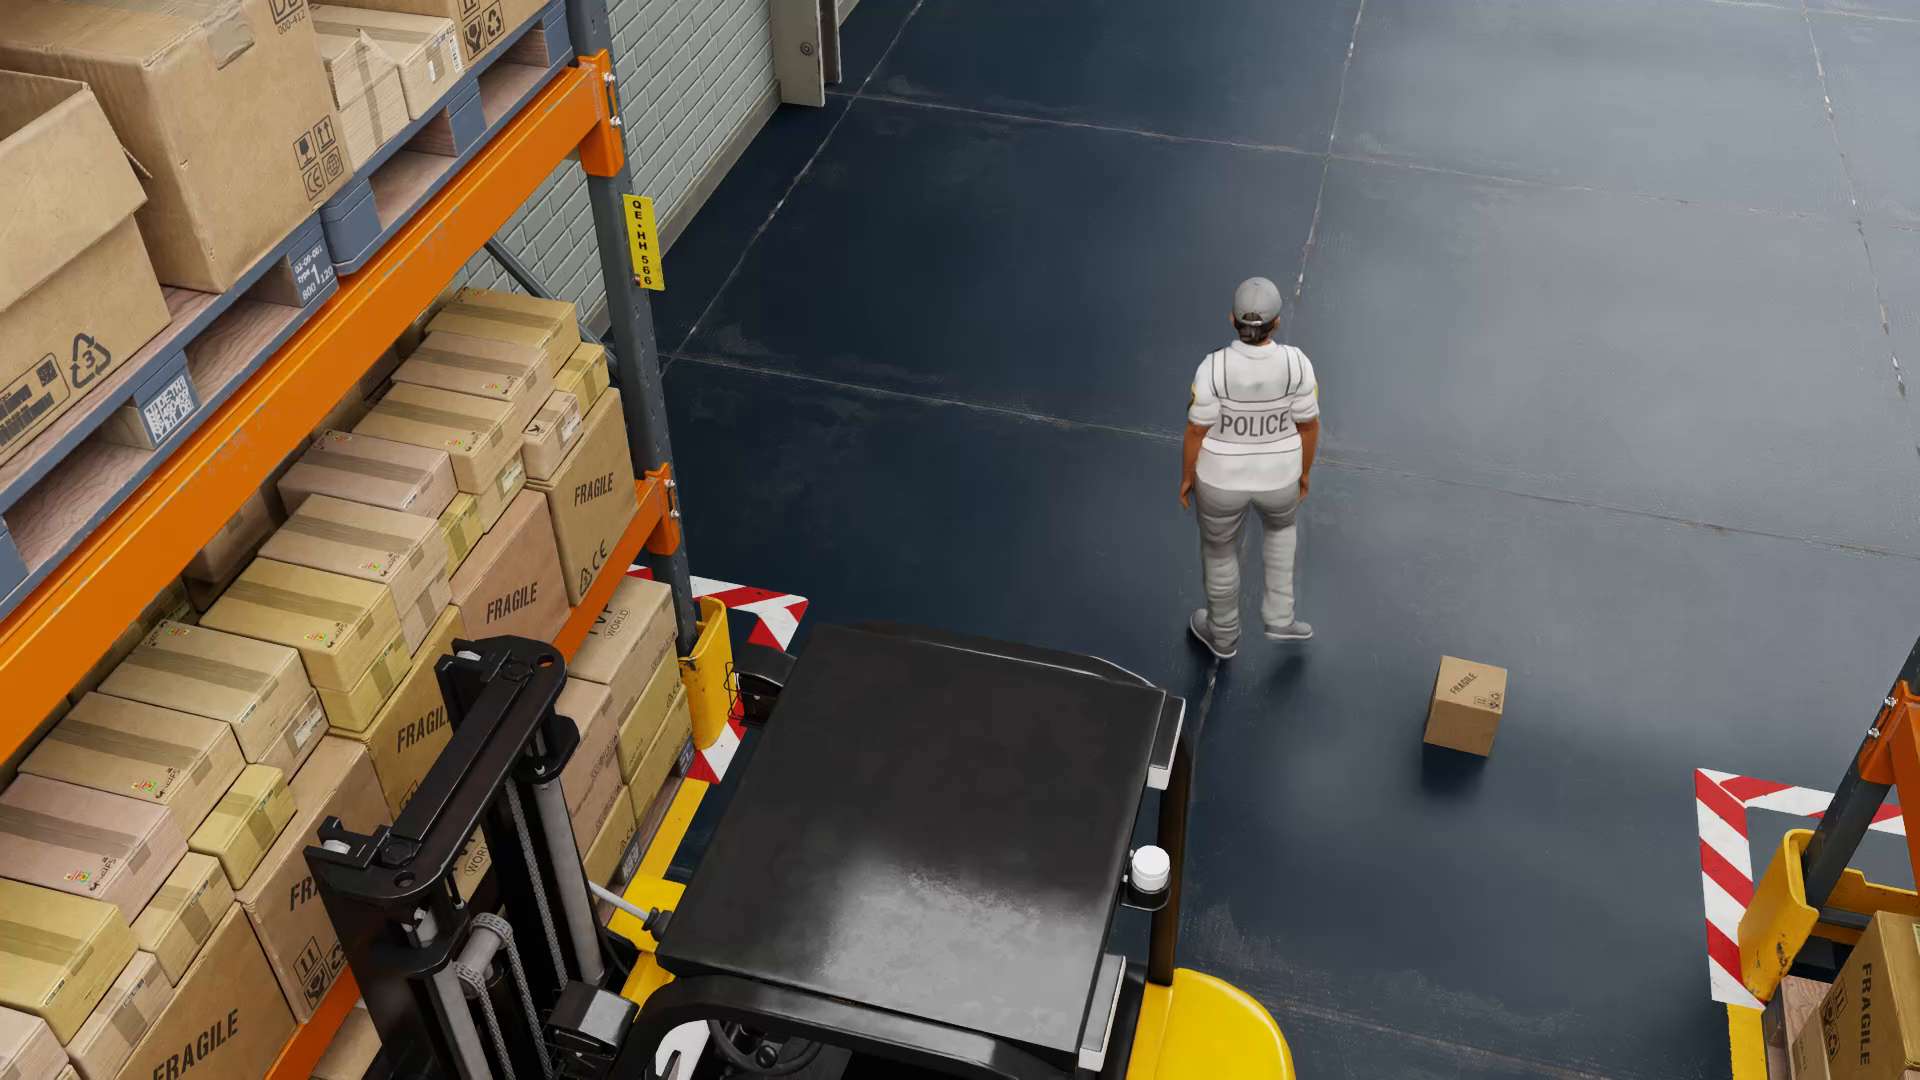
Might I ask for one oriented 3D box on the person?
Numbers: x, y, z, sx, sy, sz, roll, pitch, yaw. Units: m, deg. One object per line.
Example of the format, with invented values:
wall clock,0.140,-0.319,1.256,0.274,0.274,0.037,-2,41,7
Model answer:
person,1.131,-0.194,6.463,0.487,1.354,0.435,-4,41,-4
